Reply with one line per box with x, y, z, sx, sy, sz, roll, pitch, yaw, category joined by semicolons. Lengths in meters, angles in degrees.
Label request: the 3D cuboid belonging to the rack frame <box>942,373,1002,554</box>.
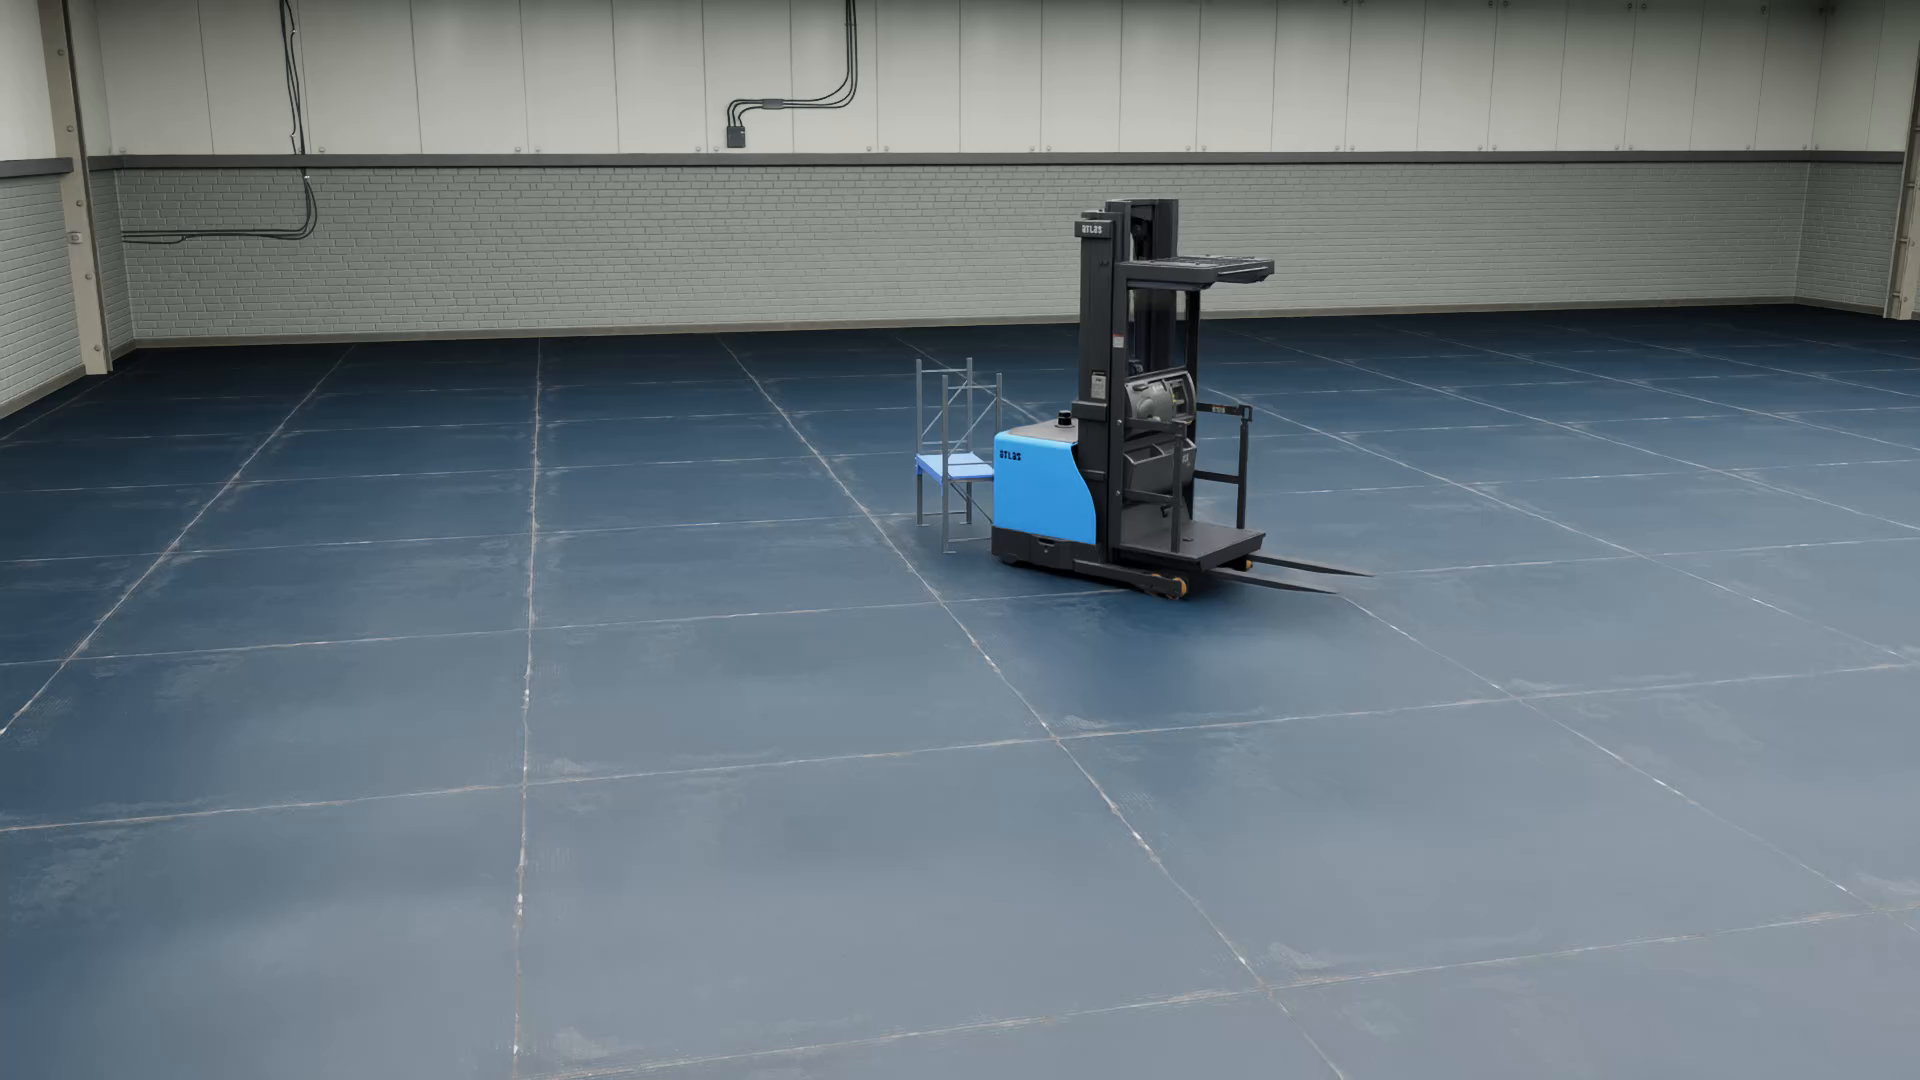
0.099;-0.631;13.850;0.500;1.500;0.032;-3;14;-13;rack frame

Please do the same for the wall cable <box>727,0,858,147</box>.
-2.897;-9.777;28.318;2.305;6.003;0.169;-3;14;-13;wall cable

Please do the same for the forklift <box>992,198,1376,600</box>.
1.726;-1.114;12.811;3.031;2.935;1.130;11;17;37;forklift

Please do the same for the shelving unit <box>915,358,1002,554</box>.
-0.020;-0.748;14.330;0.538;1.500;1.048;-3;14;-13;shelving unit

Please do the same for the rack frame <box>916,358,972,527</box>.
-0.139;-0.866;14.810;0.500;1.500;0.032;-3;14;-13;rack frame

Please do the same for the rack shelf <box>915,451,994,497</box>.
-0.020;-0.574;14.372;0.538;0.185;1.000;-3;14;-13;rack shelf

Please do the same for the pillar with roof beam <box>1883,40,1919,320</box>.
13.712;-8.362;29.691;9.100;9.000;0.400;-3;14;-13;pillar with roof beam

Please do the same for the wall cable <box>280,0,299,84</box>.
-9.499;-8.695;26.957;3.097;2.526;0.112;-3;14;-13;wall cable

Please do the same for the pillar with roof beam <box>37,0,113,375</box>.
-8.538;-7.086;24.469;9.100;9.000;0.400;-3;14;-13;pillar with roof beam

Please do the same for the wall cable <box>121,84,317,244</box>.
-12.129;-6.091;26.939;3.097;2.526;0.112;-3;14;-13;wall cable
